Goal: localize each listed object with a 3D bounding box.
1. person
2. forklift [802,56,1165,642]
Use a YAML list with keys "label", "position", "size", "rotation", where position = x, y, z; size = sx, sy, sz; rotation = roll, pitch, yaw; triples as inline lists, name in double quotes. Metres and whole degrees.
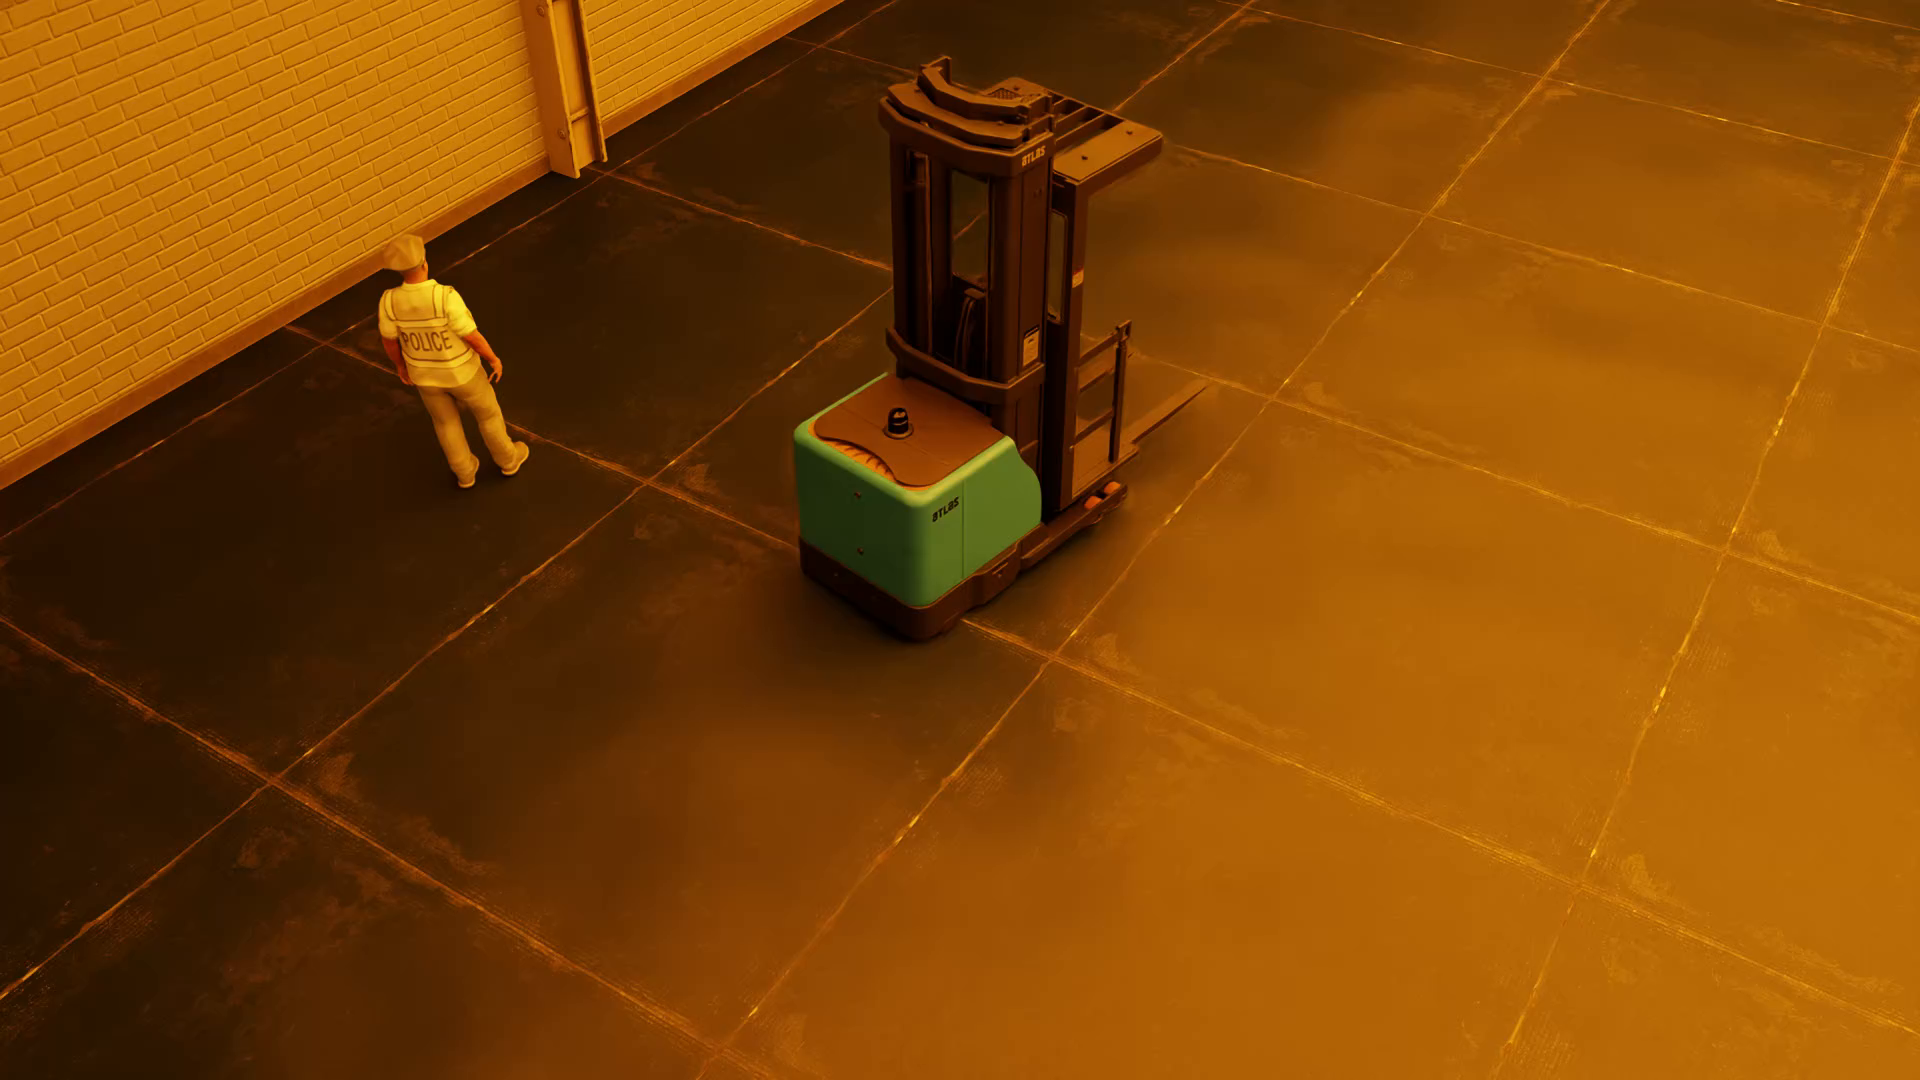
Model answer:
- label: "person"
  position: [-42232.541, -17314.933, 20441.336]
  size: [85342.220, 2.665, 52143.813]
  rotation: [1, 40, 1]
- label: "forklift"
  position: [0.314, -1.465, 9.696]
  size: [1.130, 2.935, 3.031]
  rotation: [22, 45, 24]
